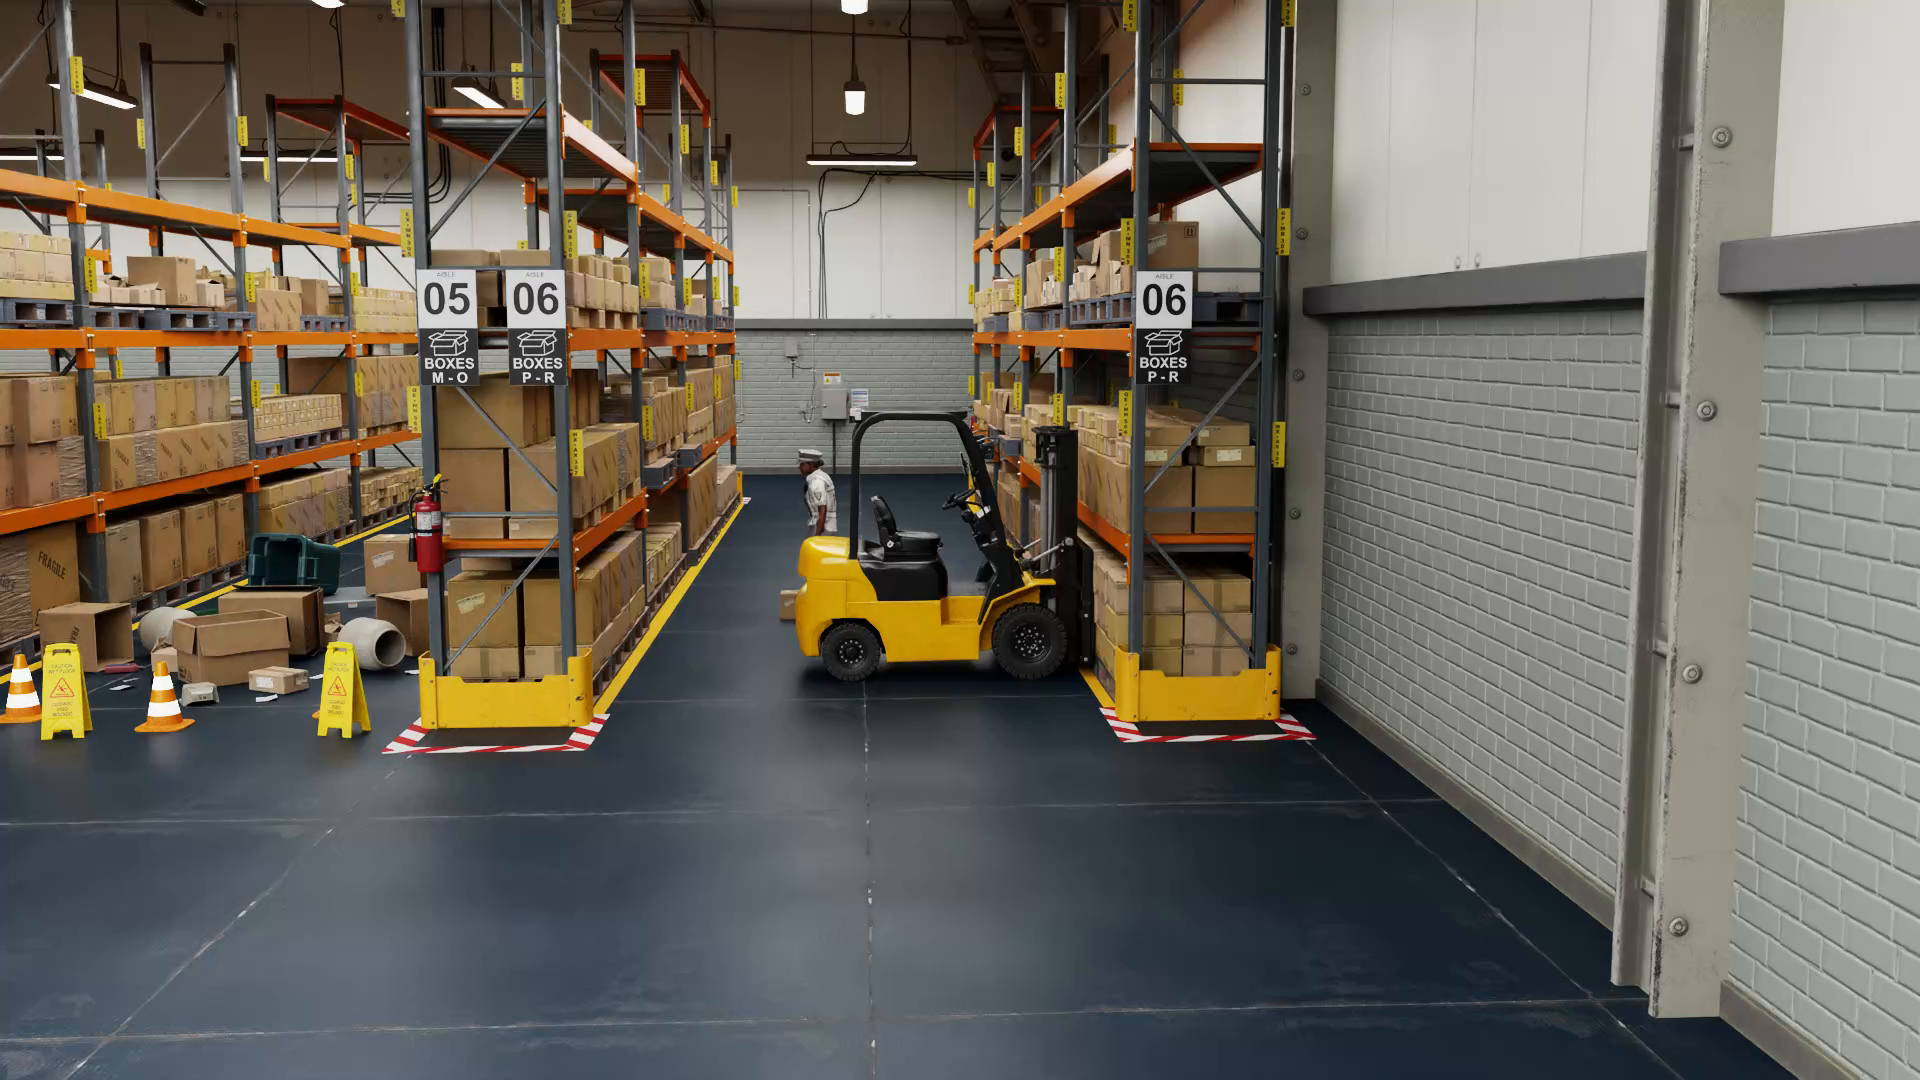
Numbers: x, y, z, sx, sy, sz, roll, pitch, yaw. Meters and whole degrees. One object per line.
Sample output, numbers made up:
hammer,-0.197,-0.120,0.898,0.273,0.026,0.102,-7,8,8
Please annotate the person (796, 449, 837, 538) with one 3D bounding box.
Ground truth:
person,-1.401,-0.066,16.301,0.395,1.657,0.521,-1,7,-7
